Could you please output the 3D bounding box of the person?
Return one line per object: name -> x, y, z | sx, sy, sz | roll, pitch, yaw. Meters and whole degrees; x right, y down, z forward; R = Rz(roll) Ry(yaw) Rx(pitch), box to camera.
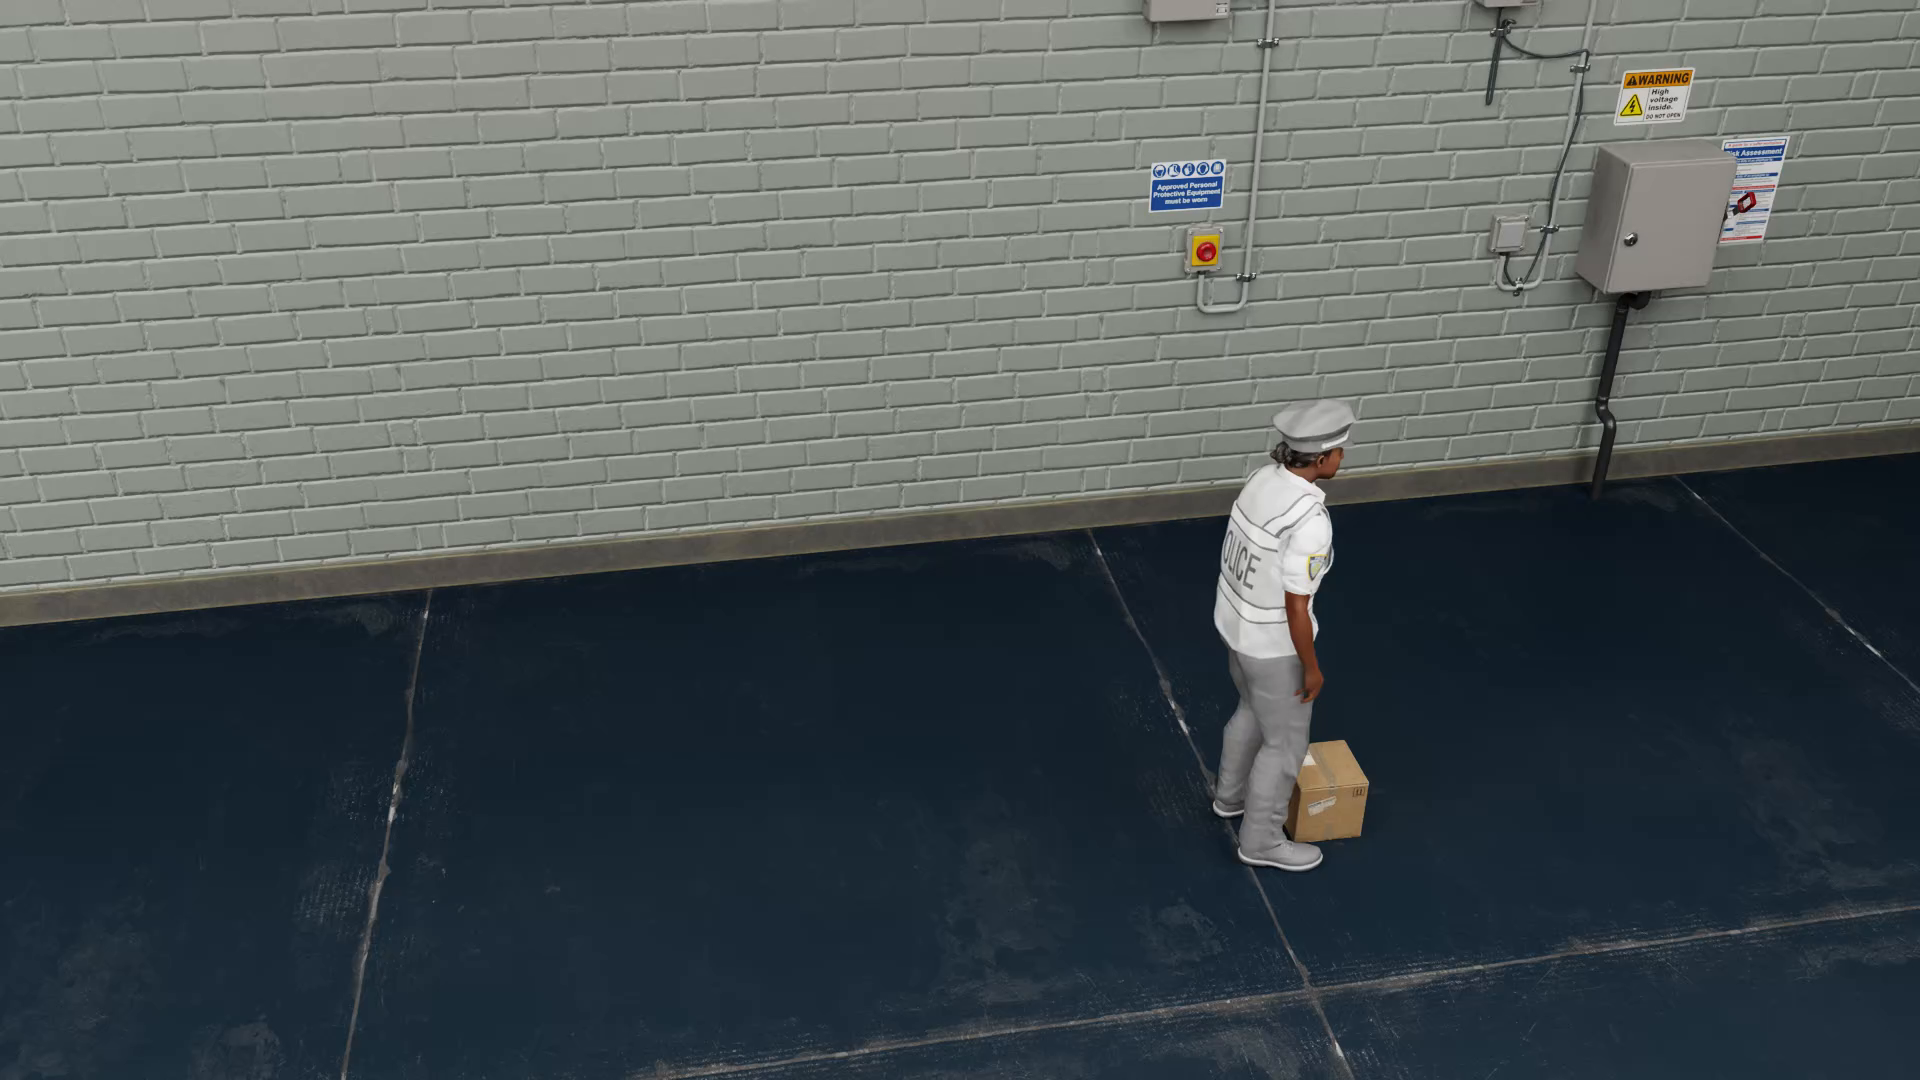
person -> 1.066, 0.324, 5.585 | 0.391, 1.664, 0.531 | -7, 32, -11
